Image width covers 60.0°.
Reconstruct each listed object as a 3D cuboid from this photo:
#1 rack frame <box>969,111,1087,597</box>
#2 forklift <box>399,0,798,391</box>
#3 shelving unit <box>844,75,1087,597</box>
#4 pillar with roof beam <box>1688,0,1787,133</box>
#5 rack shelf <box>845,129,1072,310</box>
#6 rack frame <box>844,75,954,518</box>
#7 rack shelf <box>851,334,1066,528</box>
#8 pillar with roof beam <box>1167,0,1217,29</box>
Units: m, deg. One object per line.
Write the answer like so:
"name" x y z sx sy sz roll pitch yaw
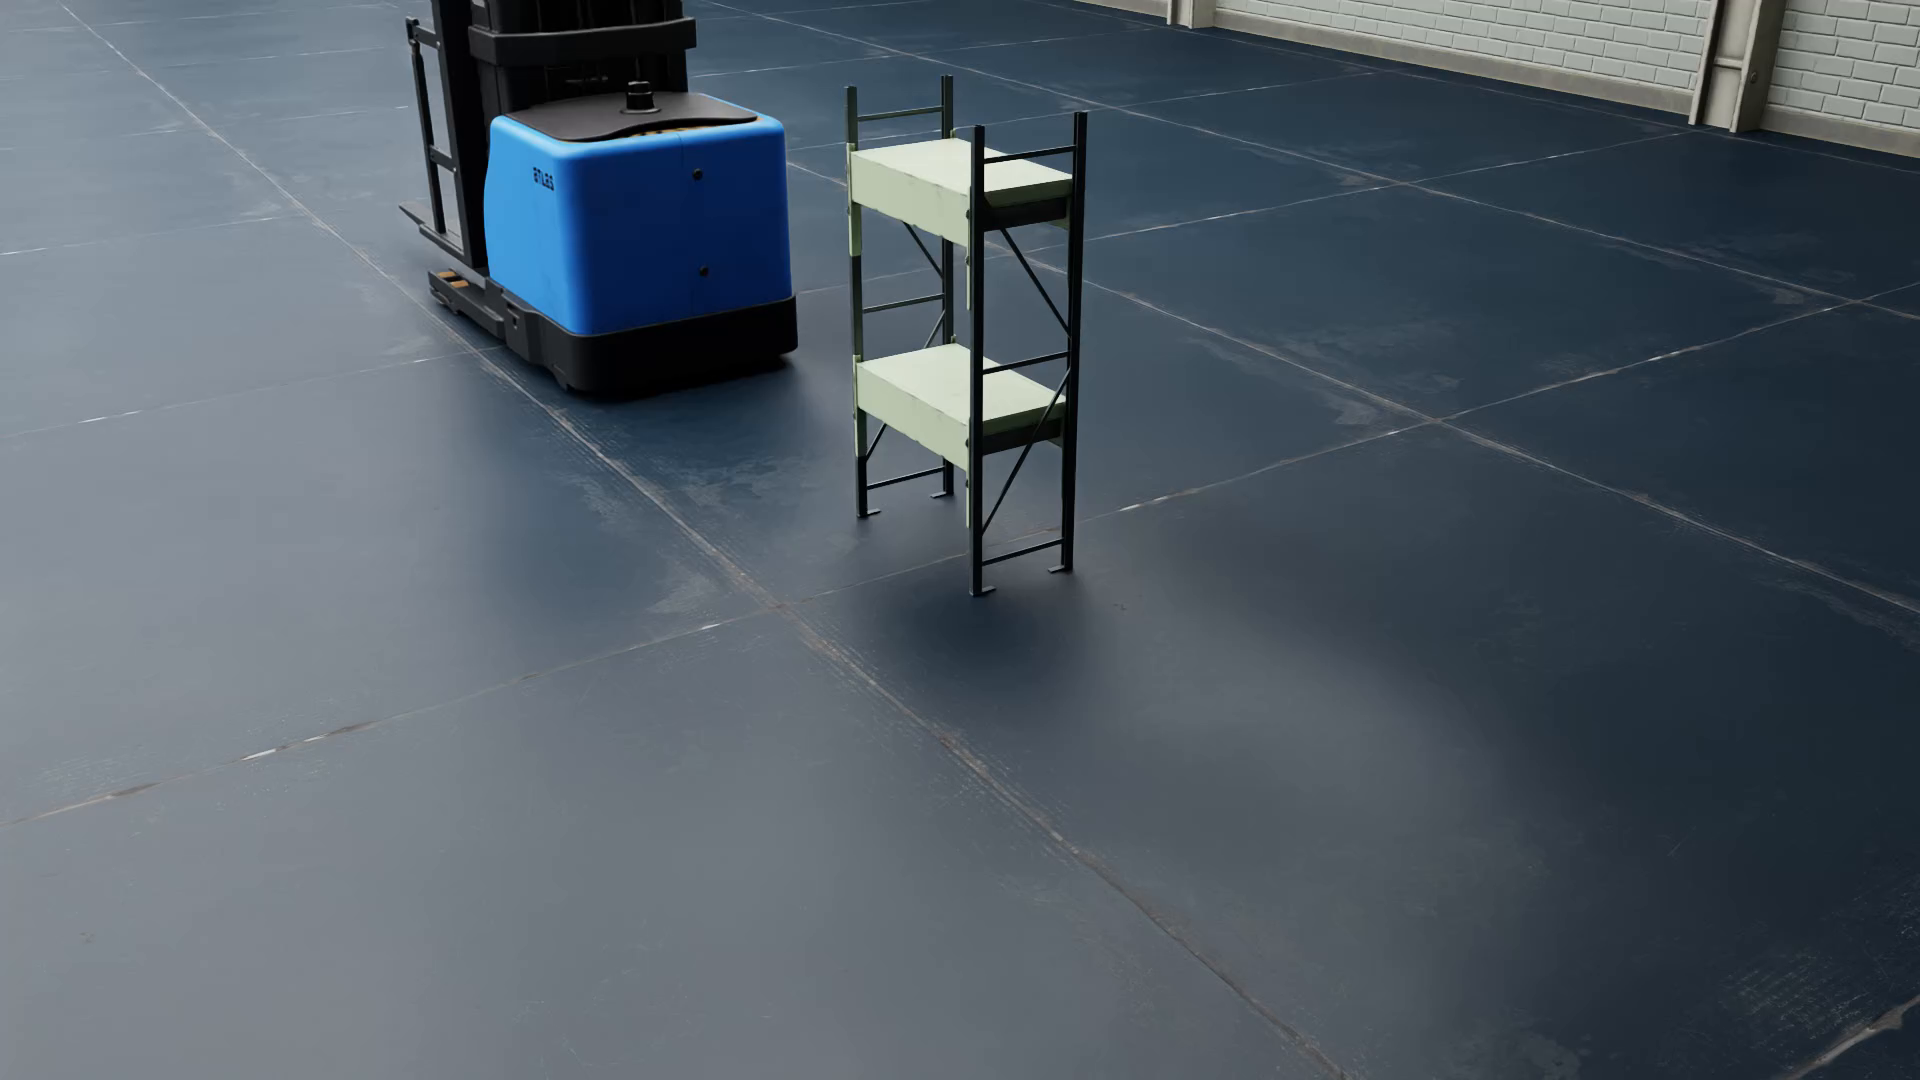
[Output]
"rack frame" 0.203 -0.545 5.147 0.400 1.500 0.023 -16 29 -30
"forklift" -1.962 -2.518 7.651 1.130 2.935 3.031 -16 30 -30
"shelving unit" 0.004 -0.676 5.425 0.431 1.500 0.755 -16 29 -30
"pillar with roof beam" 1.990 -6.099 8.129 9.100 9.000 0.400 -16 29 -30
"rack shelf" 0.004 -1.029 5.258 0.431 0.370 0.720 -16 29 -30
"rack frame" -0.196 -0.807 5.702 0.400 1.500 0.023 -16 29 -30
"rack shelf" 0.004 -0.381 5.564 0.431 0.370 0.720 -16 29 -30
"pillar with roof beam" -1.286 -8.245 12.675 9.100 9.000 0.400 -16 29 -30
